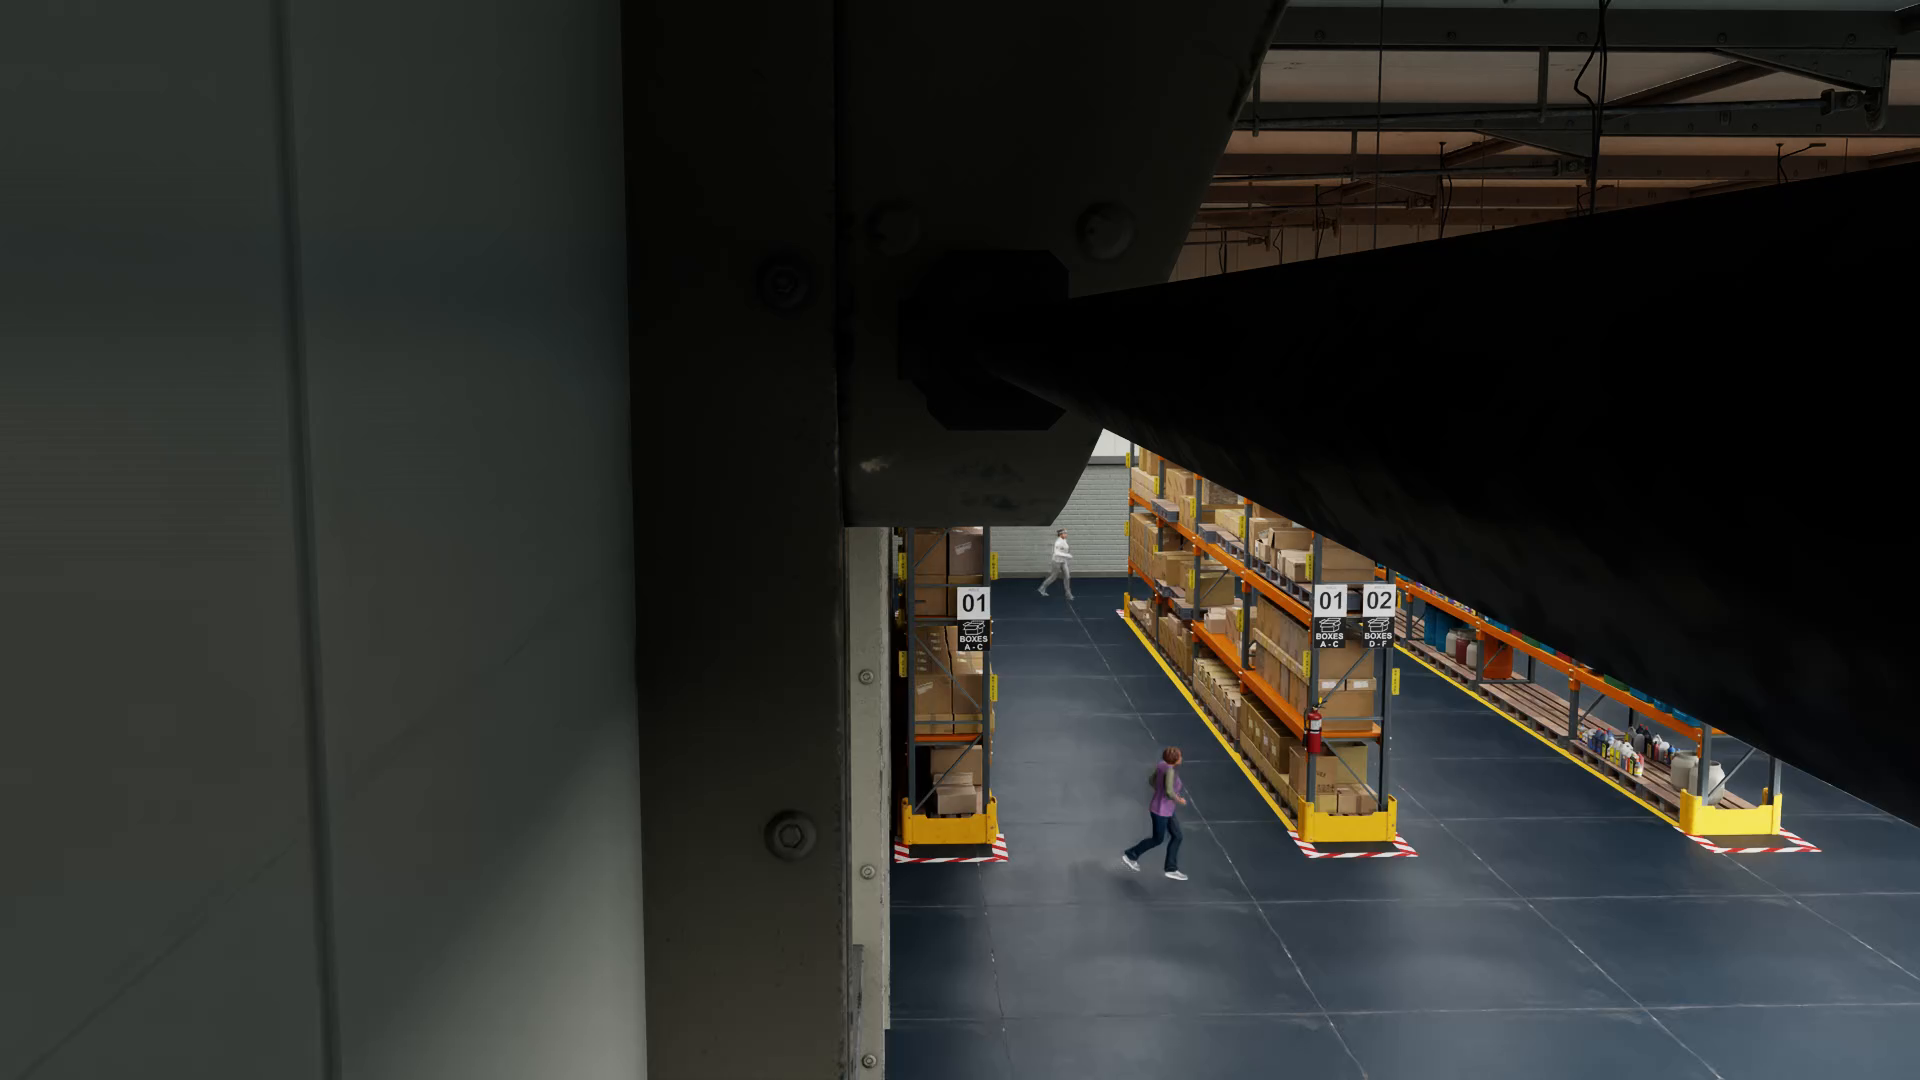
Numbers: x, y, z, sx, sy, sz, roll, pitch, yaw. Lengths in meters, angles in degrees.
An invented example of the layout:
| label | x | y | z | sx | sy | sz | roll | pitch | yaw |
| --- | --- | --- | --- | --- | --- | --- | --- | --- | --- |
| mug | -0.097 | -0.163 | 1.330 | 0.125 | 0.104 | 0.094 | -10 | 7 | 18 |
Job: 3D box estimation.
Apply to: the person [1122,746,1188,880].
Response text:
| label | x | y | z | sx | sy | sz | roll | pitch | yaw |
| --- | --- | --- | --- | --- | --- | --- | --- | --- | --- |
| person | 2.255 | 3.121 | 19.052 | 0.729 | 1.565 | 0.518 | 1 | 7 | 10 |

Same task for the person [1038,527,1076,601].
| label | x | y | z | sx | sy | sz | roll | pitch | yaw |
| --- | --- | --- | --- | --- | --- | --- | --- | --- | --- |
| person | 2.270 | 0.545 | 38.730 | 0.907 | 1.706 | 0.581 | 4 | 8 | 28 |
